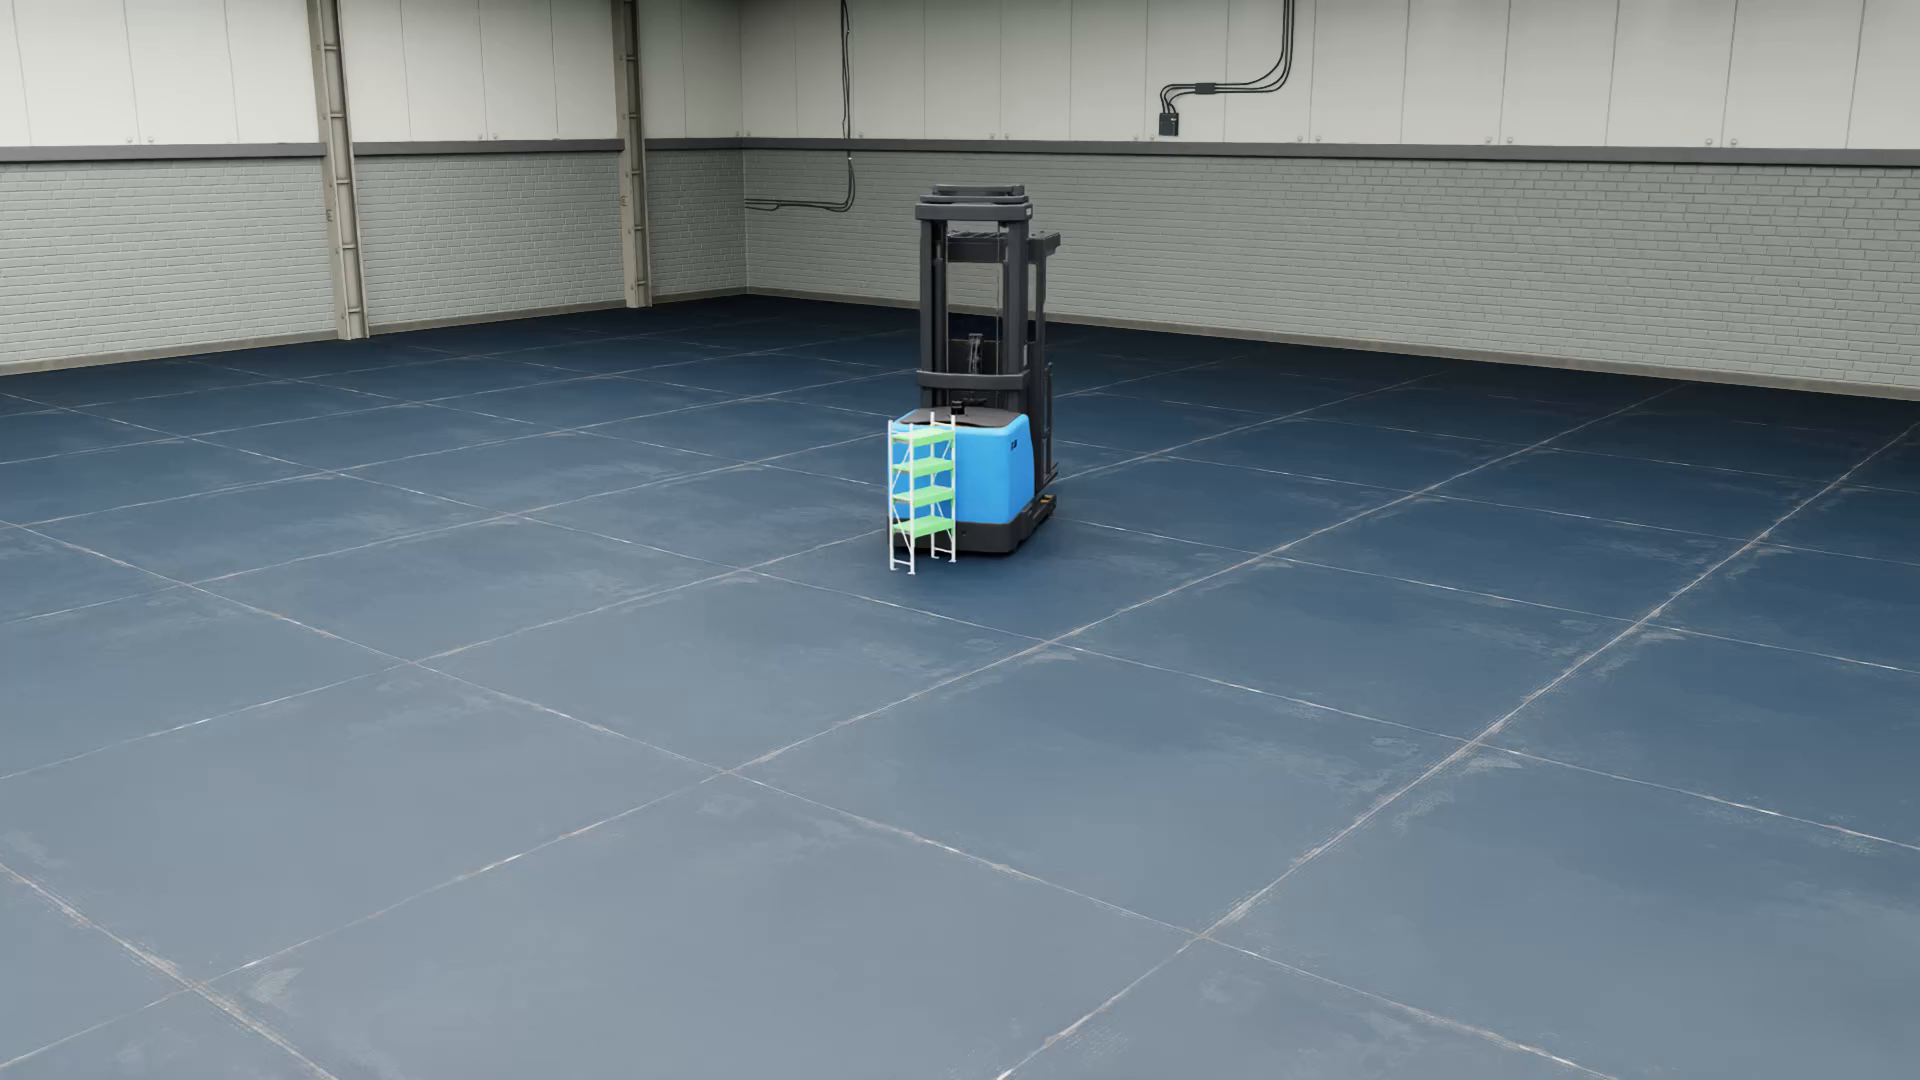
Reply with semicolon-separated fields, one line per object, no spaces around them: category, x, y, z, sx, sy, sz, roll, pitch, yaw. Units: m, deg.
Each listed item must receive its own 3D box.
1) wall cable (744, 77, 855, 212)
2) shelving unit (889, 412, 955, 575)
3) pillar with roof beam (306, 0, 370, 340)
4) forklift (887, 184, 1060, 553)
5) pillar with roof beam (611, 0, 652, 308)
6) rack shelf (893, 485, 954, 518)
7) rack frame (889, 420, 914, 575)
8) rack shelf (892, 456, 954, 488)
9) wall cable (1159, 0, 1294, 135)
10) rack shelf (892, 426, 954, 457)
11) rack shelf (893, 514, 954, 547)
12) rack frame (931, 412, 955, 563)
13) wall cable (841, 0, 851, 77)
wall cable;-3.218;-7.652;32.273;3.097;2.526;0.112;11;18;38
shelving unit;-0.297;-0.372;13.148;0.258;1.200;0.503;12;19;39
pillar with roof beam;-6.520;-6.982;23.330;9.100;9.000;0.400;11;18;38
forklift;0.254;-1.635;14.605;1.130;2.935;3.031;4;15;14
pillar with roof beam;-2.749;-8.131;27.853;9.100;9.000;0.400;11;18;38
rack shelf;-0.297;-0.310;13.164;0.258;0.148;0.480;12;19;39
rack frame;-0.457;-0.326;12.970;0.240;1.200;0.015;12;19;39
rack shelf;-0.297;-0.542;13.105;0.258;0.148;0.480;12;19;39
wall cable;4.156;-9.333;25.677;2.305;6.003;0.169;11;18;38
rack shelf;-0.297;-0.775;13.046;0.258;0.148;0.480;12;19;39
rack shelf;-0.297;-0.077;13.223;0.258;0.148;0.480;12;19;39
rack frame;-0.137;-0.417;13.327;0.240;1.200;0.015;12;19;39
wall cable;-1.113;-9.681;30.003;3.097;2.526;0.112;11;18;38
